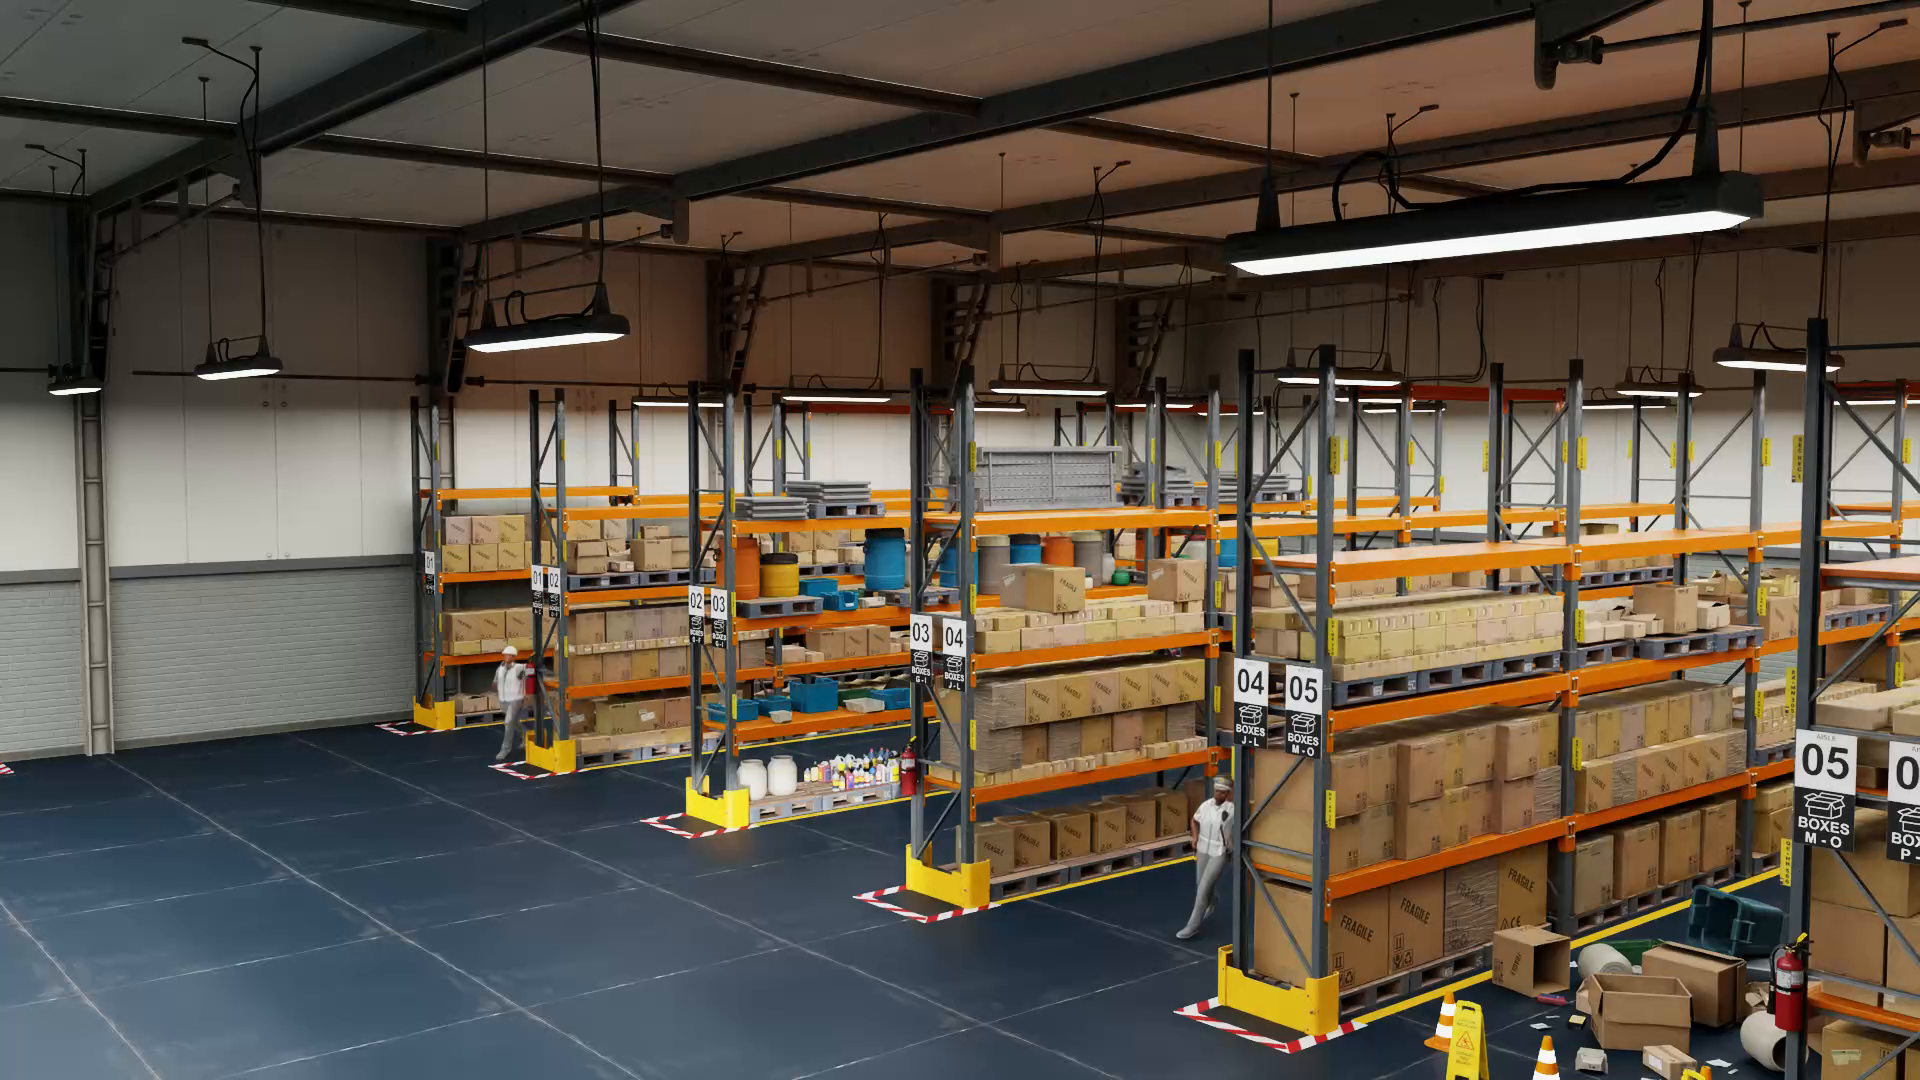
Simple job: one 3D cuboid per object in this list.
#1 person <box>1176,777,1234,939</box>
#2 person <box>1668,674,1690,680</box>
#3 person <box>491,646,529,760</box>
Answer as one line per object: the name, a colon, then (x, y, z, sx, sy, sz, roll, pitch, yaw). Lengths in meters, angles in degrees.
person: (2.667, 3.293, 17.439, 0.661, 1.662, 0.925, 3, 4, 39)
person: (12.780, 2.584, 29.951, 0.667, 1.626, 0.682, 3, 4, 38)
person: (-7.392, 2.650, 27.467, 0.640, 1.812, 0.913, 2, 4, 28)
